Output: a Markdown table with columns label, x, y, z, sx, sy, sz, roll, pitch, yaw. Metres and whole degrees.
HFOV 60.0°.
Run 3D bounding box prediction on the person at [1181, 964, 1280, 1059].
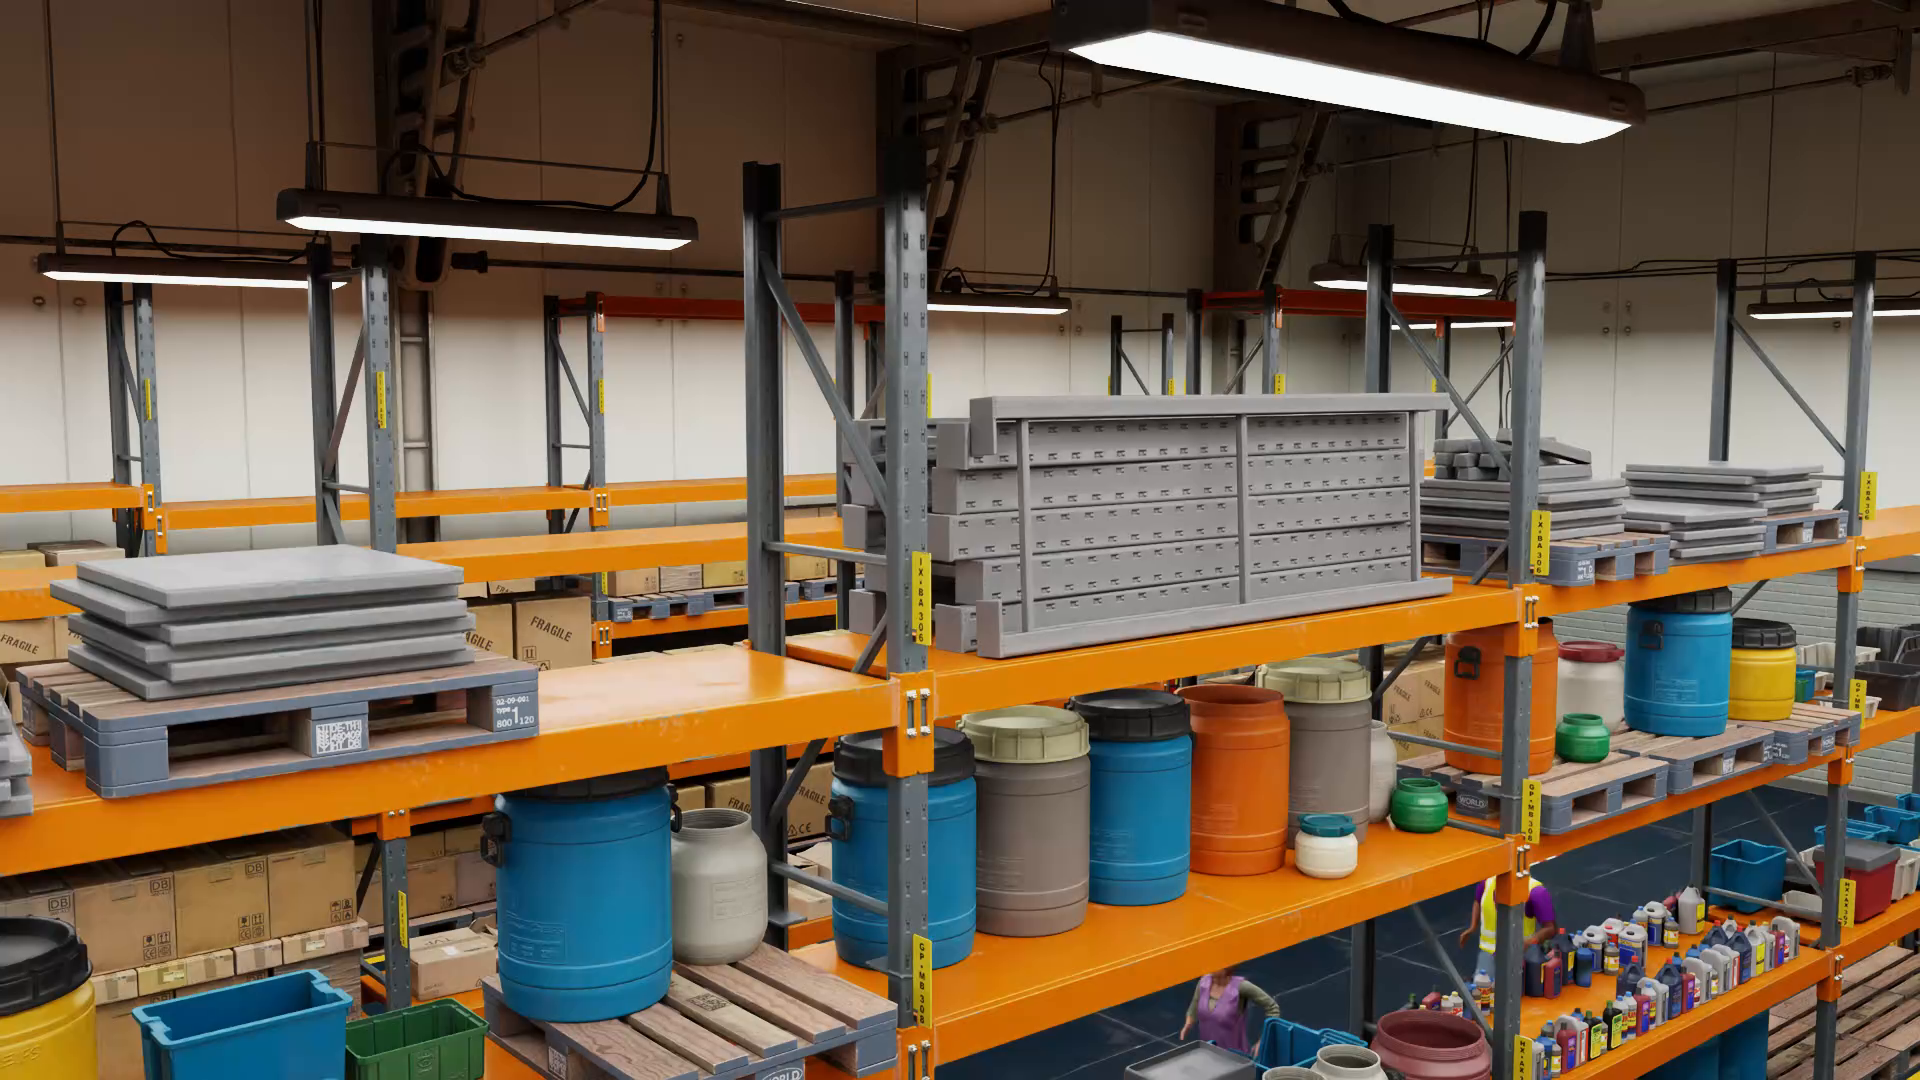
| label | x | y | z | sx | sy | sz | roll | pitch | yaw |
| --- | --- | --- | --- | --- | --- | --- | --- | --- | --- |
| person | 1.733 | 3.362 | 10.667 | 0.826 | 1.641 | 0.569 | -5 | 7 | -42 |

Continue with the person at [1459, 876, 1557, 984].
| label | x | y | z | sx | sy | sz | roll | pitch | yaw |
| --- | --- | --- | --- | --- | --- | --- | --- | --- | --- |
| person | 4.145 | 3.113 | 12.584 | 0.582 | 1.728 | 0.716 | -5 | 7 | -42 |
